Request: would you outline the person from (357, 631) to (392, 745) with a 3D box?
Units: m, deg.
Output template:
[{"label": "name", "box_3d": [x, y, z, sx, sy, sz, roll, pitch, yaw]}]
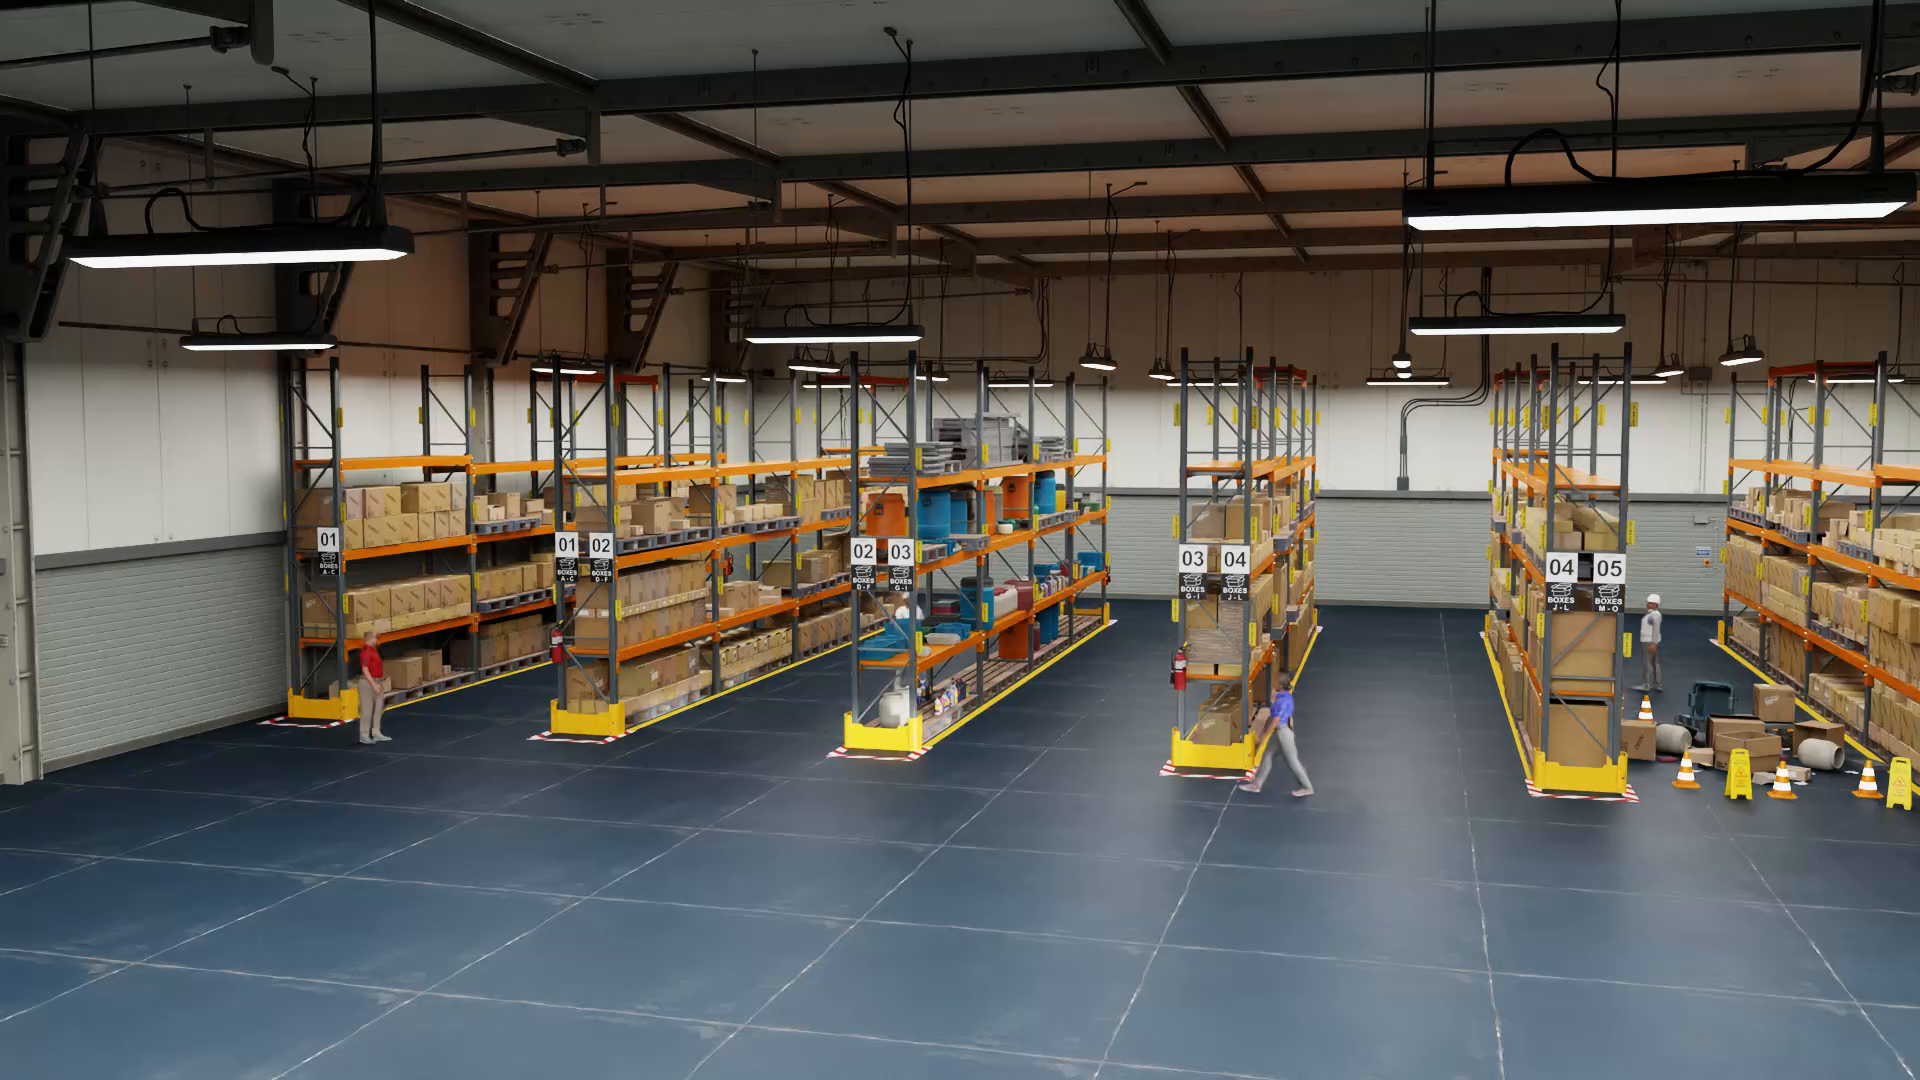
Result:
[{"label": "person", "box_3d": [-9.032, 2.266, 25.631, 0.496, 1.743, 0.564, 1, 4, 8]}]

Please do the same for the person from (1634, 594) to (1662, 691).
[{"label": "person", "box_3d": [12.693, 1.881, 30.570, 0.453, 1.776, 0.557, 3, 5, 37]}]

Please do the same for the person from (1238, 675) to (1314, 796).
[{"label": "person", "box_3d": [4.168, 2.570, 21.911, 0.963, 1.602, 0.447, 0, 4, 5]}]

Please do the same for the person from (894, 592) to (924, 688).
[{"label": "person", "box_3d": [-0.945, 1.838, 30.637, 0.680, 1.788, 0.453, -2, 5, -22]}]
